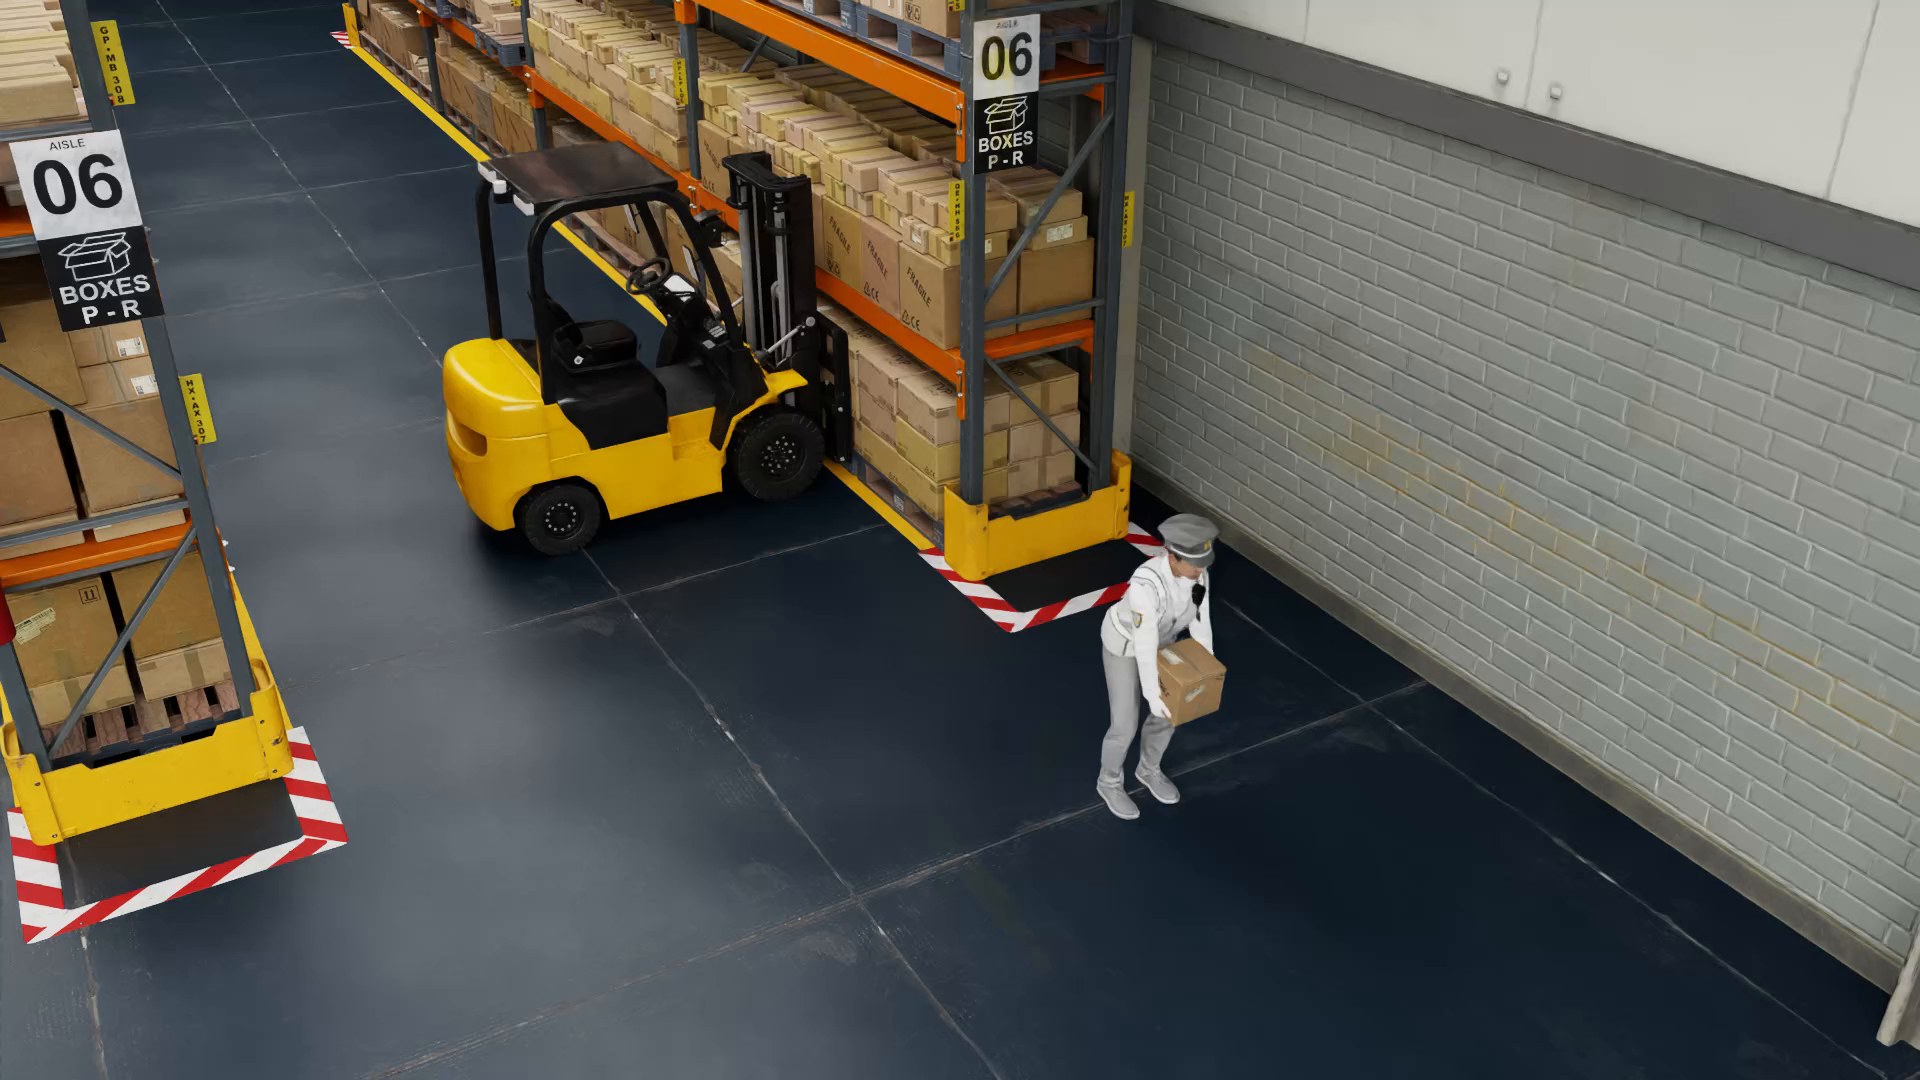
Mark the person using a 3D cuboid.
[{"bbox_3d":[0.908,0.570,7.603,0.409,1.605,0.569,-17,33,-27],"label":"person"}]
